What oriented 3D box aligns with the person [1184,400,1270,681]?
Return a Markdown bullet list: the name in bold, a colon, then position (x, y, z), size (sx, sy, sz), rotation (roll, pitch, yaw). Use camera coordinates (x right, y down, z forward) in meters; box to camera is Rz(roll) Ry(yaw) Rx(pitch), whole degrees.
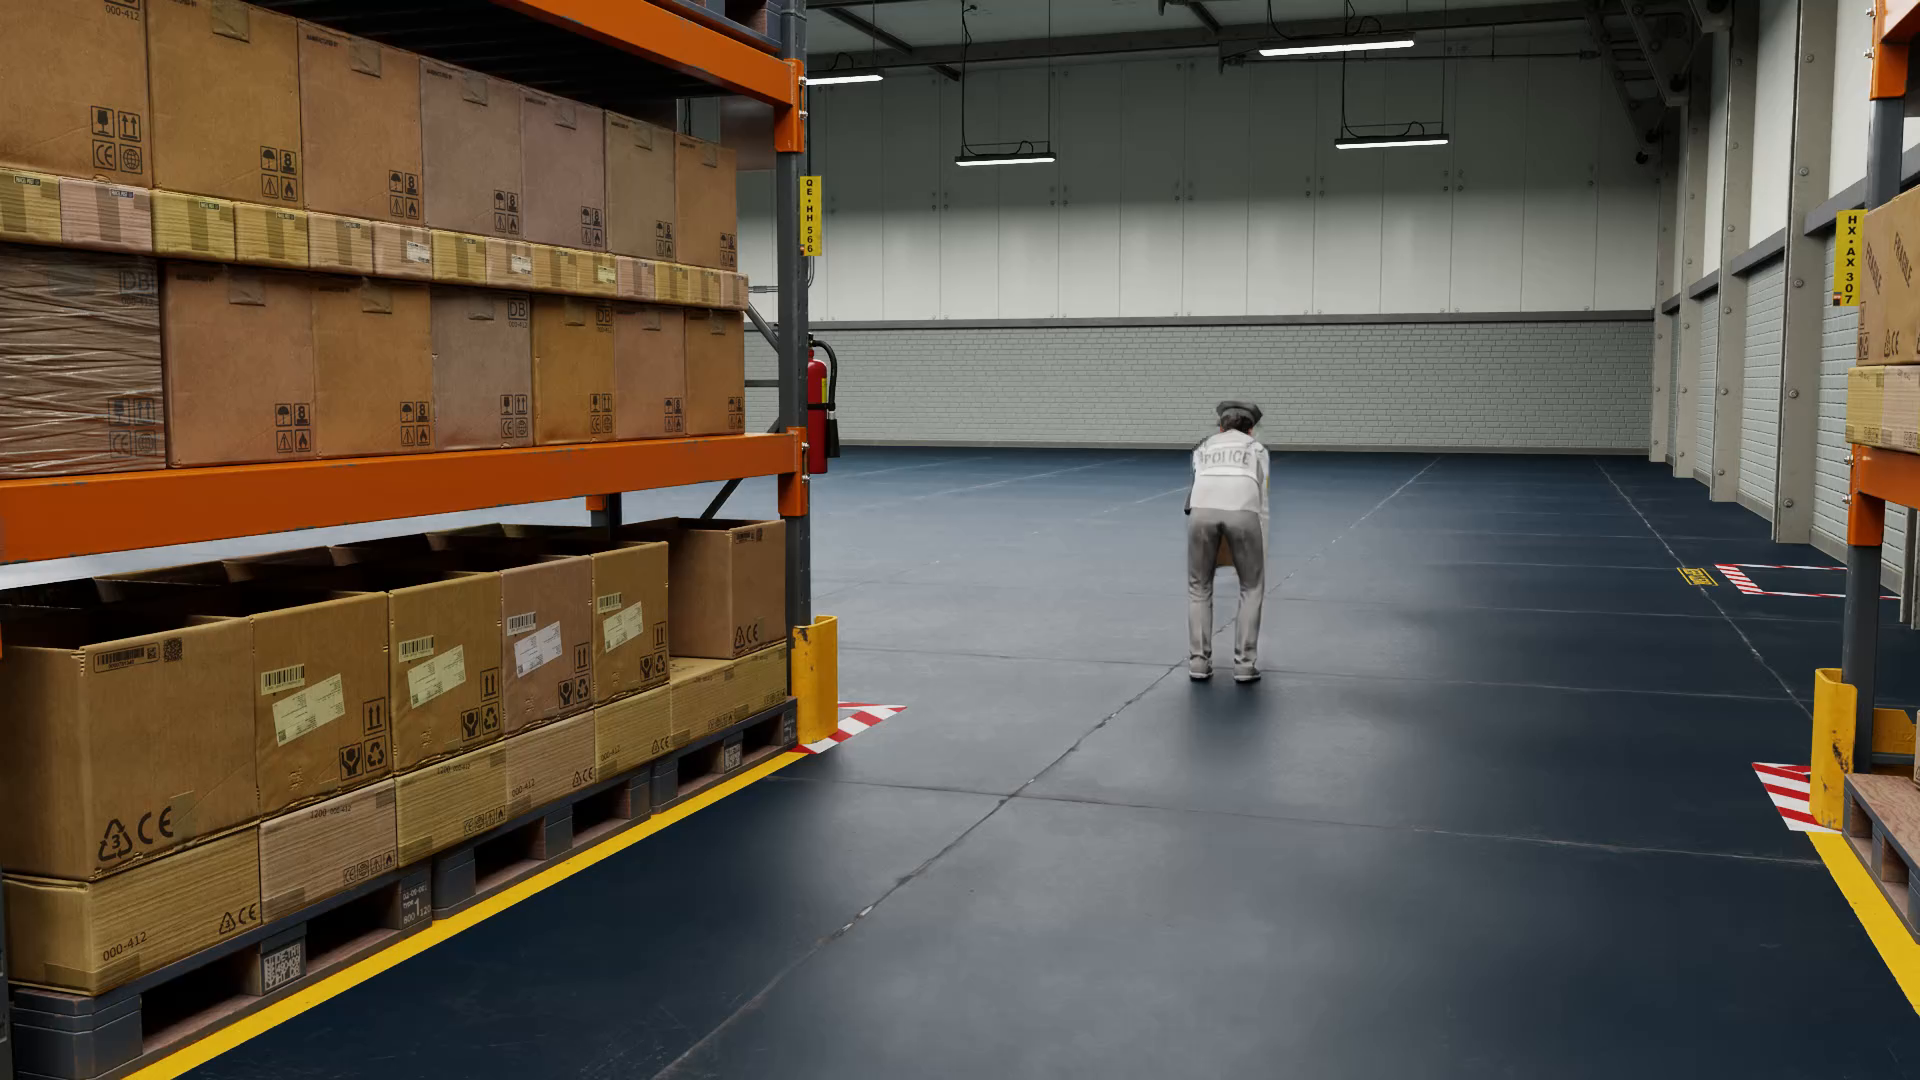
- **person**: position (1.406, -0.010, 8.676), size (0.409, 1.427, 0.814), rotation (2, 6, 17)
